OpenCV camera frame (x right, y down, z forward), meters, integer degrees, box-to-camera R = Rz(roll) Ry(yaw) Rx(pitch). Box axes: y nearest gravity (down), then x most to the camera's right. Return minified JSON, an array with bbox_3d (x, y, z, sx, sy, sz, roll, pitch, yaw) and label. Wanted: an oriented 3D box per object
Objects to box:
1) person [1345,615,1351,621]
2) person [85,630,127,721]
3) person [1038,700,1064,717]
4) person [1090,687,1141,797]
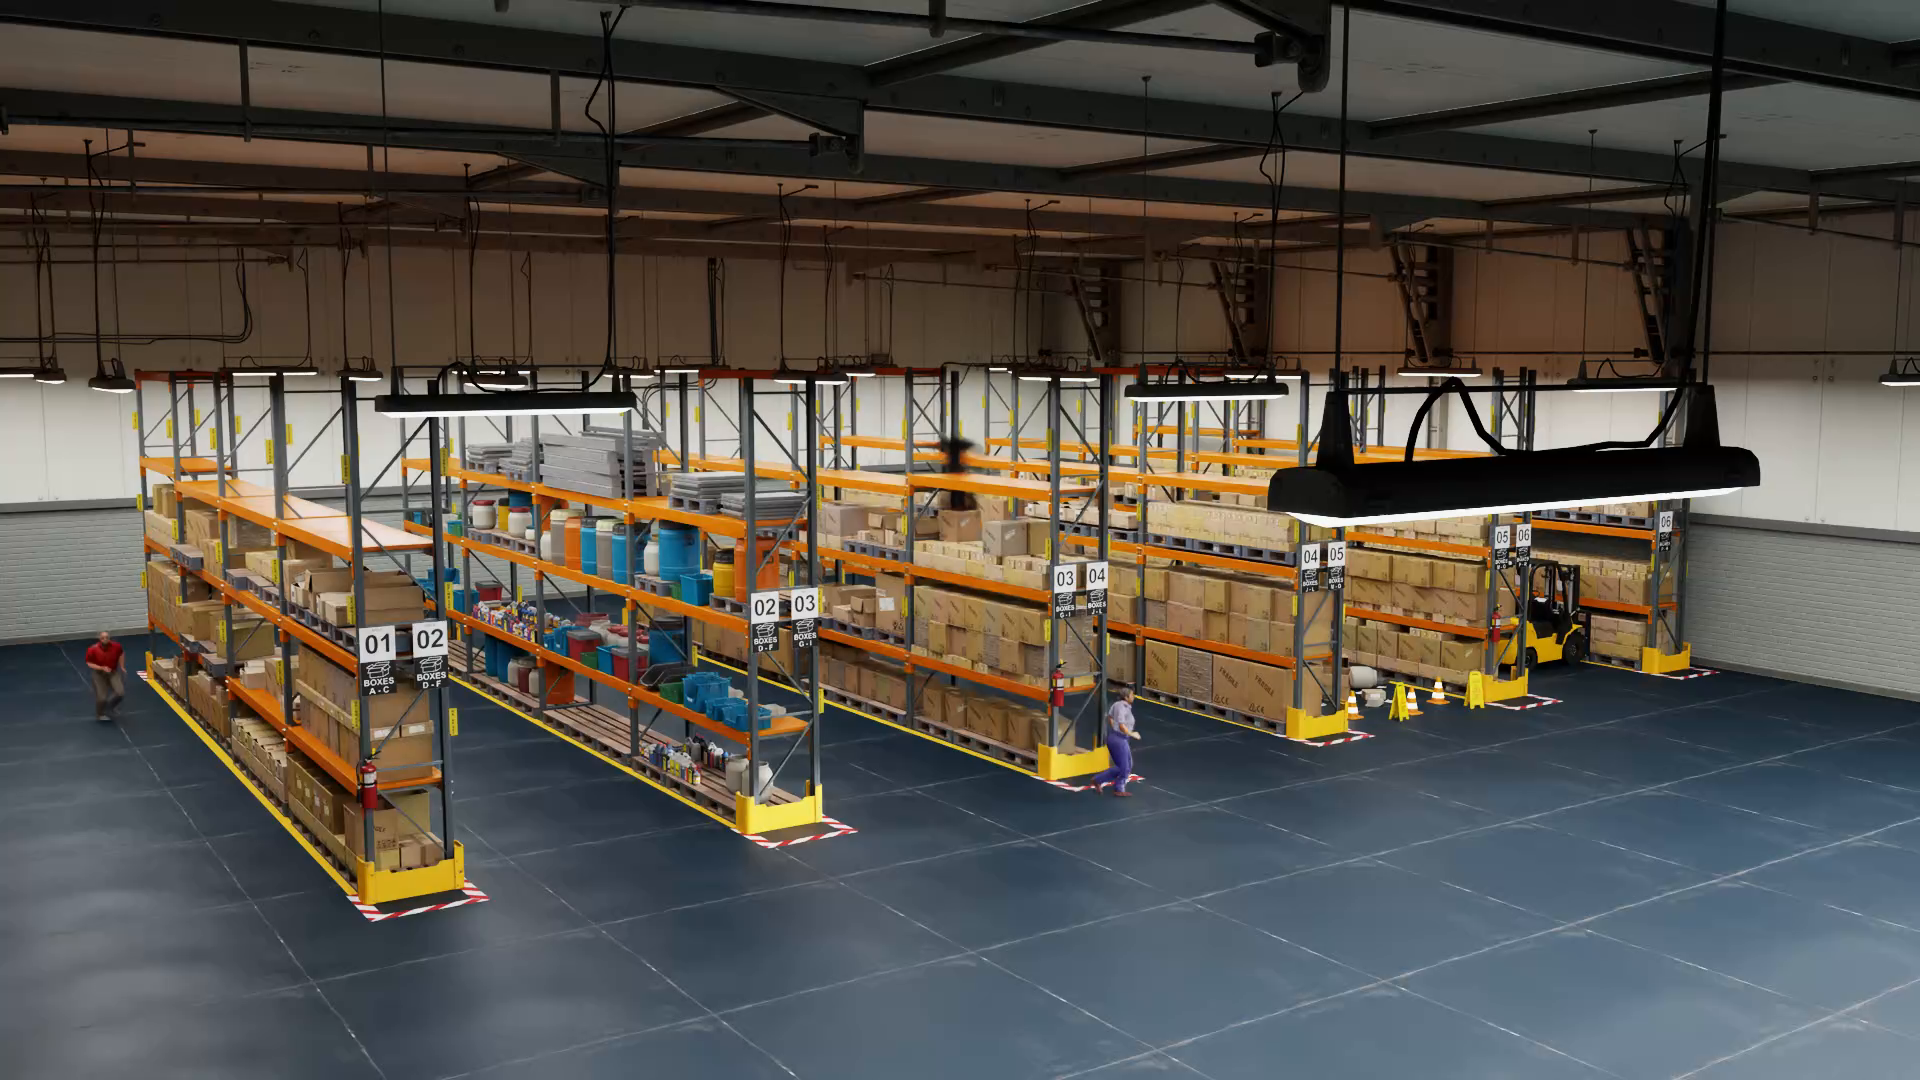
[{"bbox_3d":[8.408,1.475,35.525,0.696,1.720,0.833,-6,9,-45],"label":"person"},{"bbox_3d":[-14.596,2.325,28.454,0.666,1.613,0.792,-6,9,-43],"label":"person"},{"bbox_3d":[1.695,2.232,28.961,0.762,1.717,0.645,4,7,30],"label":"person"},{"bbox_3d":[2.210,2.885,23.692,0.717,1.599,0.604,0,6,-1],"label":"person"}]
